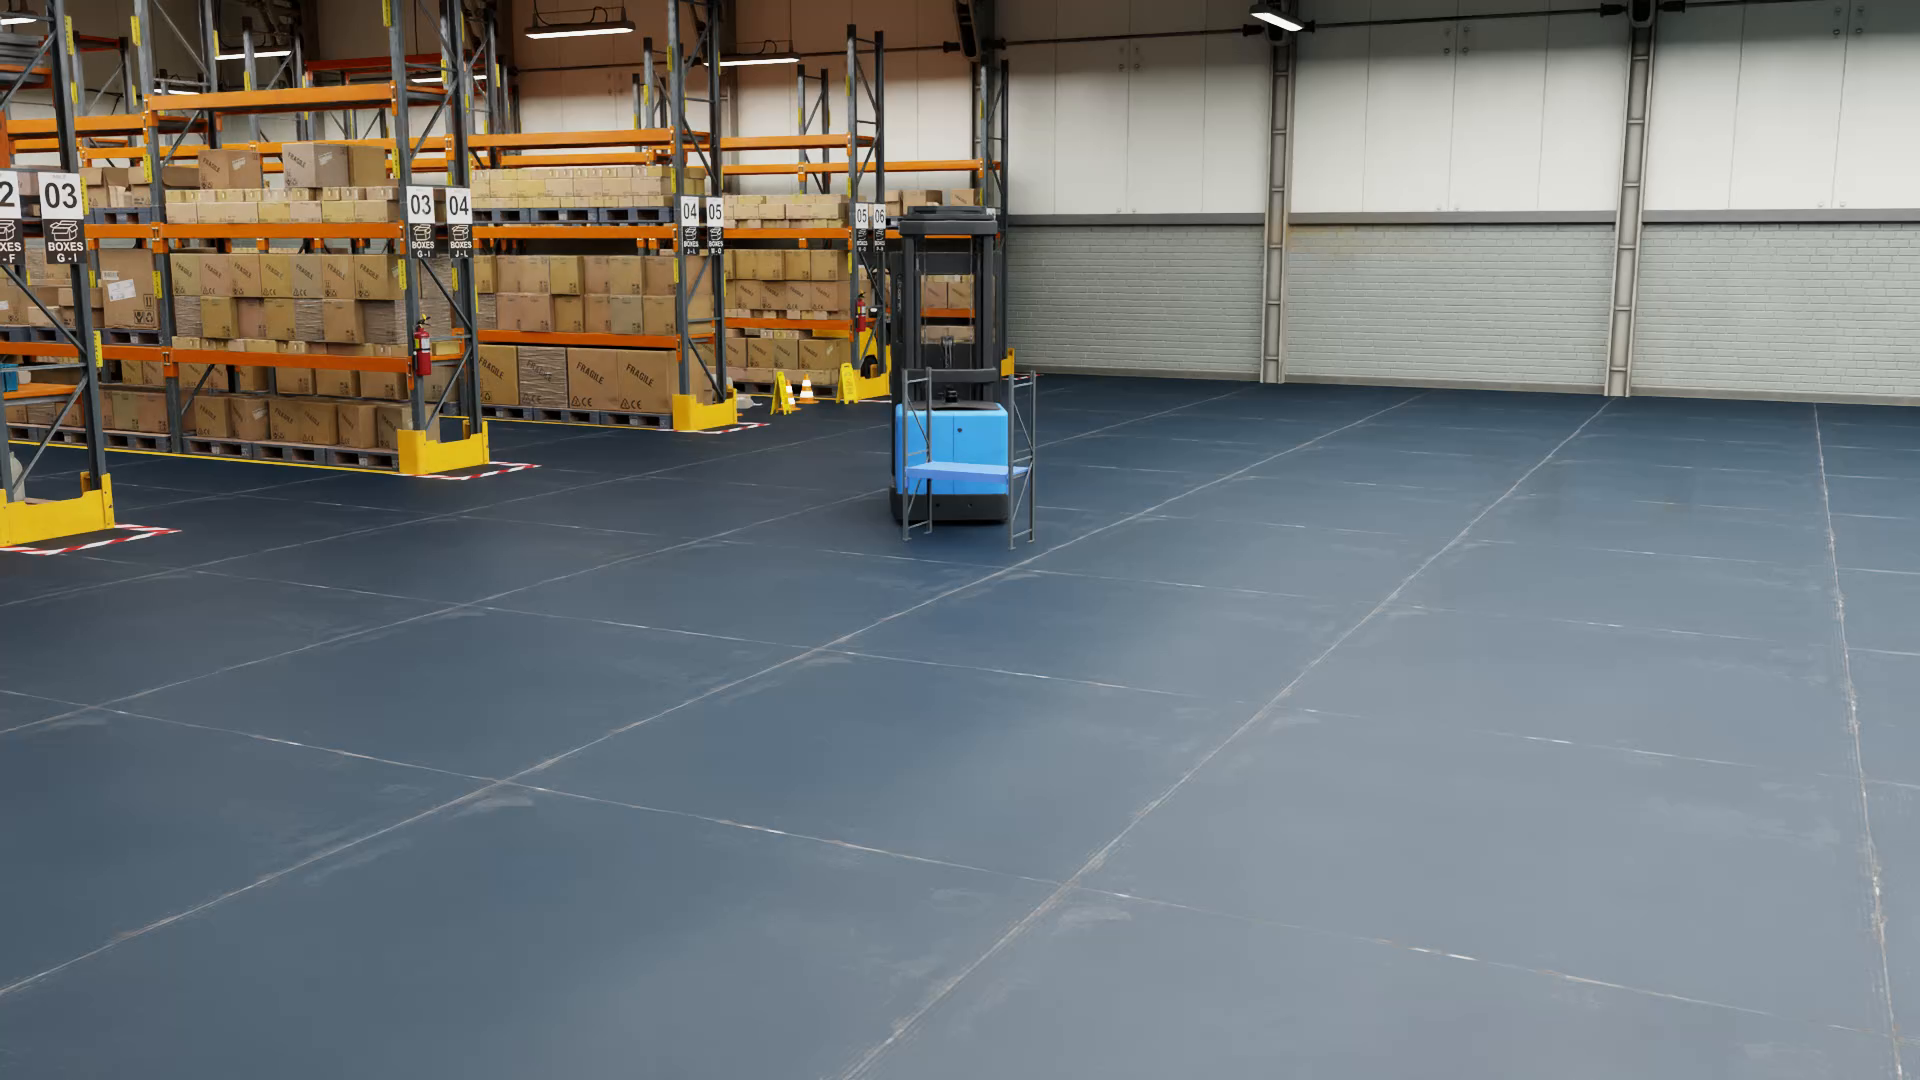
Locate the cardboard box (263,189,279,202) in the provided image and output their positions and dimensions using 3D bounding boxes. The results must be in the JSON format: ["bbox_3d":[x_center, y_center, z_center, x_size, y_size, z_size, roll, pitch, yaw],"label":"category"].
[{"bbox_3d":[-7.921,-4.034,19.476,0.250,0.149,0.380,5,12,27],"label":"cardboard box"}]

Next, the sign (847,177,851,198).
[{"bbox_3d":[-1.799,-5.714,26.971,0.005,0.325,0.100,5,11,26],"label":"sign"}]

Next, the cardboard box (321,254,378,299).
[{"bbox_3d":[-6.974,-3.037,19.163,0.500,0.500,0.500,5,11,26],"label":"cardboard box"}]

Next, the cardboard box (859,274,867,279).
[{"bbox_3d":[-1.859,-5.211,32.996,0.250,0.149,0.380,5,11,25],"label":"cardboard box"}]

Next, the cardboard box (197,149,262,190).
[{"bbox_3d":[-8.992,-4.545,20.477,0.500,0.500,0.500,5,11,24],"label":"cardboard box"}]

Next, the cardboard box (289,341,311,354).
[{"bbox_3d":[-7.659,-2.274,19.578,0.250,0.149,0.380,5,11,26],"label":"cardboard box"}]

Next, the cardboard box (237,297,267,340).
[{"bbox_3d":[-8.206,-2.704,20.131,0.500,0.500,0.875,5,11,26],"label":"cardboard box"}]

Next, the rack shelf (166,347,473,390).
[{"bbox_3d":[-7.714,-2.110,19.988,4.000,0.370,1.077,5,11,26],"label":"rack shelf"}]

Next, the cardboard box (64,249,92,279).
[{"bbox_3d":[-14.938,-4.718,28.453,0.500,0.500,0.500,5,11,24],"label":"cardboard box"}]

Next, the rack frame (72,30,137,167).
[{"bbox_3d":[-14.397,-6.989,28.077,0.127,3.000,1.000,5,11,26],"label":"rack frame"}]

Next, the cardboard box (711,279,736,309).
[{"bbox_3d":[-3.947,-4.244,28.639,0.500,0.500,0.500,5,11,25],"label":"cardboard box"}]

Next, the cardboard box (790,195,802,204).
[{"bbox_3d":[-2.626,-5.686,27.766,0.250,0.149,0.380,5,11,26],"label":"cardboard box"}]

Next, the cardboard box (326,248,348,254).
[{"bbox_3d":[-12.466,-5.762,33.234,0.250,0.149,0.380,5,11,25],"label":"cardboard box"}]

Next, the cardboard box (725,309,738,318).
[{"bbox_3d":[-3.839,-3.903,28.577,0.250,0.149,0.380,5,11,26],"label":"cardboard box"}]

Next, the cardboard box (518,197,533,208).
[{"bbox_3d":[-6.133,-4.852,23.937,0.250,0.149,0.380,5,11,25],"label":"cardboard box"}]

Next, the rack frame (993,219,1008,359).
[{"bbox_3d":[0.657,-4.683,32.180,0.127,3.000,1.000,5,11,26],"label":"rack frame"}]

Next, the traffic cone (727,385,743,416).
[{"bbox_3d":[-3.483,-2.111,25.097,0.334,0.463,0.336,5,11,26],"label":"traffic cone"}]

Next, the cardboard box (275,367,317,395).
[{"bbox_3d":[-10.304,-2.759,26.688,0.750,0.750,1.050,5,11,25],"label":"cardboard box"}]

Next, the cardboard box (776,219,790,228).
[{"bbox_3d":[-2.883,-5.309,27.923,0.250,0.149,0.380,5,11,25],"label":"cardboard box"}]

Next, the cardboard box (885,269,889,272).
[{"bbox_3d":[-1.354,-5.334,32.844,0.250,0.149,0.380,5,11,26],"label":"cardboard box"}]

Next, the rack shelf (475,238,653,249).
[{"bbox_3d":[-6.917,-5.484,30.208,4.000,0.370,1.077,5,11,26],"label":"rack shelf"}]

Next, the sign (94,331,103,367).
[{"bbox_3d":[-7.865,-1.739,15.142,0.005,0.325,0.100,5,11,26],"label":"sign"}]

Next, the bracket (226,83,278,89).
[{"bbox_3d":[-18.746,-11.219,41.345,5.218,0.066,0.076,5,11,26],"label":"bracket"}]

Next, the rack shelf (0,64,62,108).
[{"bbox_3d":[-9.906,-4.075,15.119,4.000,0.370,1.077,5,11,26],"label":"rack shelf"}]

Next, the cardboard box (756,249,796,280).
[{"bbox_3d":[-3.044,-4.647,28.062,0.500,0.500,0.700,5,11,25],"label":"cardboard box"}]

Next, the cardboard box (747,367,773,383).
[{"bbox_3d":[-3.313,-2.846,28.576,0.500,0.250,0.500,5,11,24],"label":"cardboard box"}]

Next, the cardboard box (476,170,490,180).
[{"bbox_3d":[-6.817,-5.304,24.197,0.250,0.149,0.380,5,11,25],"label":"cardboard box"}]

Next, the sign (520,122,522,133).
[{"bbox_3d":[-9.864,-9.207,37.266,0.005,0.325,0.100,5,11,26],"label":"sign"}]

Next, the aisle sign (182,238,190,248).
[{"bbox_3d":[-16.077,-6.389,34.309,0.004,0.787,0.394,5,11,26],"label":"aisle sign"}]

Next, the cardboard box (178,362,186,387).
[{"bbox_3d":[-12.901,-2.832,27.795,0.500,0.500,0.500,5,12,27],"label":"cardboard box"}]

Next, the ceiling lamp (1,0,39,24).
[{"bbox_3d":[-14.714,-9.451,25.293,2.000,3.185,0.800,5,11,26],"label":"ceiling lamp"}]

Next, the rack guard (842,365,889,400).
[{"bbox_3d":[-1.604,-2.665,28.054,0.348,0.500,1.175,5,11,26],"label":"rack guard"}]

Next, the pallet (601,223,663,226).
[{"bbox_3d":[-5.630,-5.654,29.652,1.003,0.211,1.213,5,11,26],"label":"pallet"}]

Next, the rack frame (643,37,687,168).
[{"bbox_3d":[-5.123,-7.157,29.006,0.127,3.000,1.000,5,11,26],"label":"rack frame"}]

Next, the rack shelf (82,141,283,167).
[{"bbox_3d":[-12.603,-6.280,27.306,4.000,0.370,1.077,5,11,26],"label":"rack shelf"}]

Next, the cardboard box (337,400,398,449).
[{"bbox_3d":[-7.025,-1.377,19.755,0.500,0.500,0.500,9,14,41],"label":"cardboard box"}]

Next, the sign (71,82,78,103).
[{"bbox_3d":[-14.654,-7.402,27.516,0.005,0.325,0.100,5,11,26],"label":"sign"}]

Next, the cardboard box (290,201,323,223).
[{"bbox_3d":[-7.370,-3.787,19.231,0.500,0.250,0.500,5,12,27],"label":"cardboard box"}]

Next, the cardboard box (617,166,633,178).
[{"bbox_3d":[-4.541,-5.104,23.093,0.250,0.149,0.380,5,12,27],"label":"cardboard box"}]

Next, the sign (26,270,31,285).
[{"bbox_3d":[-12.863,-3.555,22.923,0.005,0.325,0.100,5,11,26],"label":"sign"}]

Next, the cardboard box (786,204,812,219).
[{"bbox_3d":[-2.559,-5.477,27.735,0.500,0.250,0.500,5,11,25],"label":"cardboard box"}]

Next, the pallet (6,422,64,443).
[{"bbox_3d":[-12.395,-1.503,22.443,1.213,0.211,1.003,5,11,26],"label":"pallet"}]

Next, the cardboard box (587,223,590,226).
[{"bbox_3d":[-7.985,-6.796,35.855,0.500,0.250,0.500,5,11,26],"label":"cardboard box"}]

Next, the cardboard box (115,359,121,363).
[{"bbox_3d":[-14.614,-3.193,29.107,0.250,0.149,0.380,6,12,28],"label":"cardboard box"}]

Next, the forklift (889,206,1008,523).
[{"bbox_3d":[-0.152,-1.824,16.577,1.130,2.935,3.031,-1,10,-4],"label":"forklift"}]

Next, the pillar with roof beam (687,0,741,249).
[{"bbox_3d":[-6.854,-7.619,31.558,0.548,9.000,9.100,5,11,26],"label":"pillar with roof beam"}]

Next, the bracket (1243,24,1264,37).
[{"bbox_3d":[5.283,-9.108,29.679,0.430,0.232,0.235,5,11,26],"label":"bracket"}]

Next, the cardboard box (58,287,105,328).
[{"bbox_3d":[-11.103,-3.001,21.422,0.637,0.503,0.797,6,12,32],"label":"cardboard box"}]

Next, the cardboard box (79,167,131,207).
[{"bbox_3d":[-10.731,-4.482,21.183,0.637,0.503,0.797,6,12,28],"label":"cardboard box"}]

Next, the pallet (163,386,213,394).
[{"bbox_3d":[-12.600,-2.507,27.992,1.213,0.211,1.003,5,11,26],"label":"pallet"}]

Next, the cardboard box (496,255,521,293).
[{"bbox_3d":[-6.362,-3.952,24.690,0.550,0.550,0.875,5,11,26],"label":"cardboard box"}]

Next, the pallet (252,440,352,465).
[{"bbox_3d":[-7.792,-1.107,20.252,1.213,0.211,1.003,5,11,26],"label":"pallet"}]

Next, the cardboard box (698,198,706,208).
[{"bbox_3d":[-3.801,-4.777,23.527,0.250,0.149,0.380,5,11,26],"label":"cardboard box"}]

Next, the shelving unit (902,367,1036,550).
[{"bbox_3d":[0.077,-0.731,14.560,1.048,1.500,0.538,5,11,26],"label":"shelving unit"}]
